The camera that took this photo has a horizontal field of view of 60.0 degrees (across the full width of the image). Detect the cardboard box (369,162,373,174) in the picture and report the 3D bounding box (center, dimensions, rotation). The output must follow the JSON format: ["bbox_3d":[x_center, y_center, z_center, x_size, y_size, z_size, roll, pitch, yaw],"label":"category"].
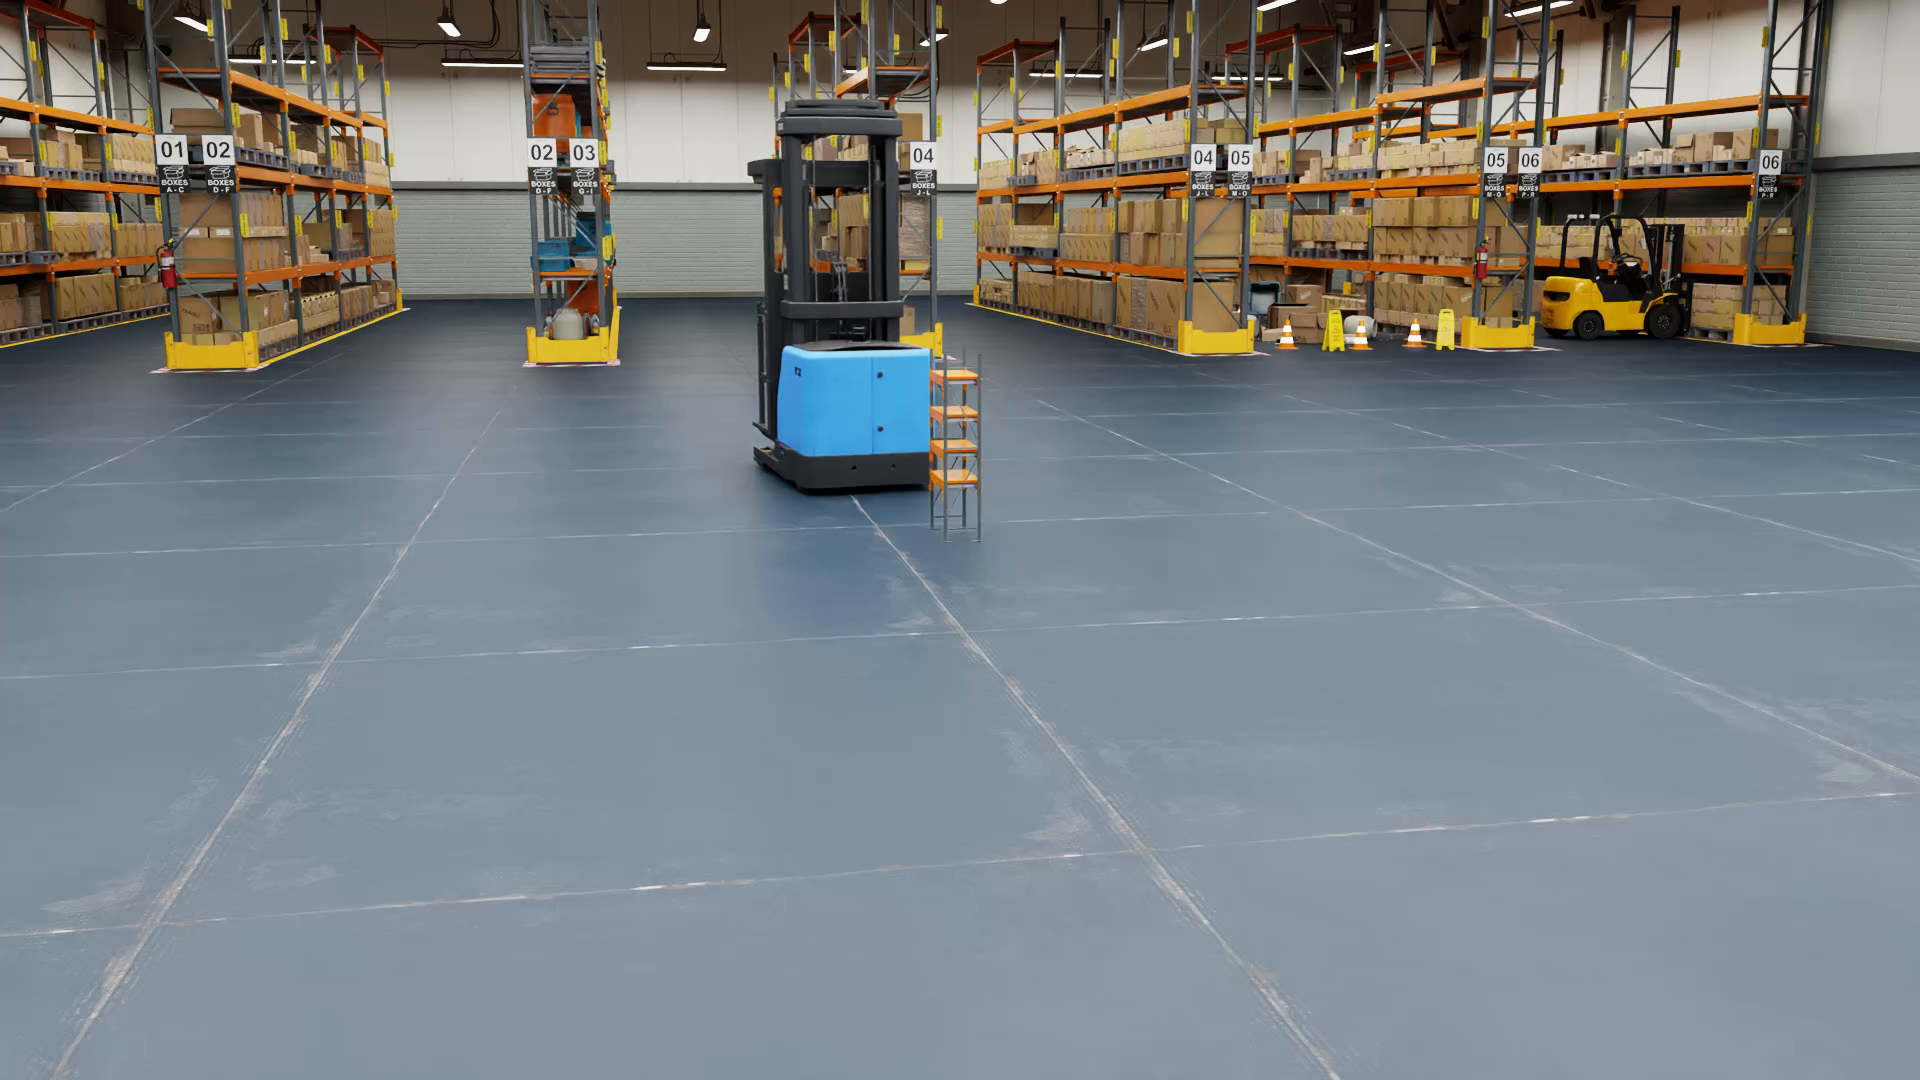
[{"bbox_3d":[-12.853,-7.958,35.527,0.500,0.250,0.500,-2,11,-11],"label":"cardboard box"}]

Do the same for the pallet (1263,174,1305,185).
[{"bbox_3d":[7.136,-7.606,35.119,1.213,0.211,1.003,-2,11,-8],"label":"pallet"}]

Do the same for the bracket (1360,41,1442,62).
[{"bbox_3d":[11.222,-12.436,42.338,0.076,0.066,4.783,-2,11,-11],"label":"bracket"}]

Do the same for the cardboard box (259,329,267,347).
[{"bbox_3d":[-10.556,-2.975,24.538,0.500,0.250,0.500,-2,11,-11],"label":"cardboard box"}]

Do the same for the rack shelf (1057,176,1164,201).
[{"bbox_3d":[2.867,-6.664,31.588,1.077,0.370,4.000,-2,11,-11],"label":"rack shelf"}]

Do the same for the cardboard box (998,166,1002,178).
[{"bbox_3d":[1.165,-8.556,38.670,0.500,0.250,0.500,-2,11,-9],"label":"cardboard box"}]

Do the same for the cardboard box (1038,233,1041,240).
[{"bbox_3d":[1.827,-6.311,34.583,0.380,0.149,0.250,-2,11,-10],"label":"cardboard box"}]

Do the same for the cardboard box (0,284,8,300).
[{"bbox_3d":[-16.638,-4.234,28.421,0.500,0.250,0.500,-2,11,-11],"label":"cardboard box"}]

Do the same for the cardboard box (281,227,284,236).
[{"bbox_3d":[-11.038,-4.936,26.604,0.380,0.149,0.250,-2,11,-12],"label":"cardboard box"}]

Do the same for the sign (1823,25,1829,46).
[{"bbox_3d":[14.283,-8.326,27.451,0.100,0.325,0.005,-2,11,-11],"label":"sign"}]

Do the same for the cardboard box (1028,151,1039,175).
[{"bbox_3d":[1.871,-8.087,35.739,0.797,0.503,0.637,-2,11,-12],"label":"cardboard box"}]

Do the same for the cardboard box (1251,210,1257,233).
[{"bbox_3d":[6.667,-7.013,36.578,0.500,0.500,0.500,-2,11,-12],"label":"cardboard box"}]

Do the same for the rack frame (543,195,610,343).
[{"bbox_3d":[-6.488,-4.835,28.077,1.000,3.000,0.127,-2,11,-11],"label":"rack frame"}]

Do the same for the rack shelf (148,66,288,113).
[{"bbox_3d":[-10.958,-6.686,24.751,1.077,0.370,4.000,-2,11,-11],"label":"rack shelf"}]

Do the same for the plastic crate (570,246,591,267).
[{"bbox_3d":[-6.511,-4.704,27.554,0.767,0.338,0.504,-2,11,-11],"label":"plastic crate"}]

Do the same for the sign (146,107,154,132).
[{"bbox_3d":[-11.104,-5.774,22.834,0.100,0.325,0.005,-2,11,-11],"label":"sign"}]

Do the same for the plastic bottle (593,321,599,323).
[{"bbox_3d":[-5.882,-3.439,26.865,0.097,0.271,0.097,0,11,0],"label":"plastic bottle"}]

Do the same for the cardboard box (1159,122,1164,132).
[{"bbox_3d":[3.439,-6.676,26.877,0.380,0.149,0.250,-2,11,-11],"label":"cardboard box"}]

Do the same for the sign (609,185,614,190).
[{"bbox_3d":[-8.285,-8.481,39.490,0.100,0.325,0.005,-2,11,-11],"label":"sign"}]

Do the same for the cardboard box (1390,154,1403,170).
[{"bbox_3d":[8.018,-6.737,29.651,0.500,0.250,0.500,-2,11,-11],"label":"cardboard box"}]

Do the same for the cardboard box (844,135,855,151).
[{"bbox_3d":[-1.624,-6.836,29.166,0.797,0.503,0.637,-3,11,-14],"label":"cardboard box"}]

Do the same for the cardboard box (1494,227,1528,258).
[{"bbox_3d":[9.049,-4.934,27.535,0.500,0.500,0.500,-2,11,-12],"label":"cardboard box"}]

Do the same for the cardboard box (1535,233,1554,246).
[{"bbox_3d":[12.209,-6.183,34.226,0.500,0.250,0.500,-2,11,-12],"label":"cardboard box"}]

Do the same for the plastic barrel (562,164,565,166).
[{"bbox_3d":[-6.800,-6.640,28.198,0.600,0.901,0.708,-2,11,-11],"label":"plastic barrel"}]

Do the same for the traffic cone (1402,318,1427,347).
[{"bbox_3d":[7.520,-3.428,27.467,0.336,0.463,0.334,-2,11,-11],"label":"traffic cone"}]

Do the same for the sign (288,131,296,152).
[{"bbox_3d":[-10.803,-6.442,26.905,0.100,0.325,0.005,-2,11,-11],"label":"sign"}]

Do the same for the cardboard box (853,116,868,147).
[{"bbox_3d":[-1.401,-6.471,26.250,0.500,0.500,0.500,-2,11,-11],"label":"cardboard box"}]

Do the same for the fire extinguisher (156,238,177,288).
[{"bbox_3d":[-11.002,-3.845,23.084,0.296,0.674,0.183,-2,11,-11],"label":"fire extinguisher"}]

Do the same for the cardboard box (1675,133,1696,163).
[{"bbox_3d":[13.235,-6.975,29.633,0.797,0.503,0.637,-2,11,-9],"label":"cardboard box"}]

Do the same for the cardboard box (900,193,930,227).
[{"bbox_3d":[-0.691,-5.079,25.620,0.500,0.500,0.500,-2,11,-11],"label":"cardboard box"}]

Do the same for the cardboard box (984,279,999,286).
[{"bbox_3d":[0.785,-6.270,40.529,0.380,0.149,0.250,-2,11,-11],"label":"cardboard box"}]

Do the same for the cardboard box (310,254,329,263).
[{"bbox_3d":[-11.679,-5.111,30.198,0.380,0.149,0.250,-2,11,-11],"label":"cardboard box"}]

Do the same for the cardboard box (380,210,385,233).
[{"bbox_3d":[-13.021,-7.043,36.738,0.500,0.500,0.500,-2,11,-9],"label":"cardboard box"}]

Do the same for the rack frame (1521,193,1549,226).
[{"bbox_3d":[12.178,-6.290,35.722,0.949,2.616,0.053,-2,11,-11],"label":"rack frame"}]

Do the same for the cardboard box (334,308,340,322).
[{"bbox_3d":[-11.784,-4.157,30.746,0.500,0.250,0.500,-2,11,-10],"label":"cardboard box"}]

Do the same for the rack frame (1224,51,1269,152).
[{"bbox_3d":[6.535,-9.790,38.065,1.000,3.000,0.127,-2,11,-11],"label":"rack frame"}]

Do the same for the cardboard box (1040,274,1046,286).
[{"bbox_3d":[1.978,-5.465,34.946,0.500,0.250,0.500,-2,11,-10],"label":"cardboard box"}]

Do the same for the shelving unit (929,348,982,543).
[{"bbox_3d":[-0.032,-0.620,10.744,0.258,1.200,0.503,-2,11,-11],"label":"shelving unit"}]

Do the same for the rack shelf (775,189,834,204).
[{"bbox_3d":[-3.574,-7.969,38.446,1.077,0.370,4.000,-2,11,-11],"label":"rack shelf"}]

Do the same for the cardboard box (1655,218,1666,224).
[{"bbox_3d":[12.955,-5.813,30.416,0.380,0.149,0.250,-2,11,-12],"label":"cardboard box"}]

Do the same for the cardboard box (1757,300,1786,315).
[{"bbox_3d":[13.850,-4.018,28.678,0.500,0.250,0.500,-2,11,-10],"label":"cardboard box"}]

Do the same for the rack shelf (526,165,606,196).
[{"bbox_3d":[-6.099,-5.588,25.937,1.077,0.370,4.000,-2,11,-11],"label":"rack shelf"}]

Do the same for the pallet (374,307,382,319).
[{"bbox_3d":[-13.036,-4.879,35.766,1.003,0.211,1.213,-2,11,-11],"label":"pallet"}]

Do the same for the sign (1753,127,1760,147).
[{"bbox_3d":[13.203,-6.676,27.568,0.100,0.325,0.005,-2,11,-11],"label":"sign"}]

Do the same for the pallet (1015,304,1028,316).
[{"bbox_3d":[1.852,-5.132,37.093,1.003,0.211,1.213,-2,11,-11],"label":"pallet"}]

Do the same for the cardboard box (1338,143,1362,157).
[{"bbox_3d":[7.634,-7.515,32.077,0.500,0.250,0.500,-2,11,-10],"label":"cardboard box"}]

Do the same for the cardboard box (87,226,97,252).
[{"bbox_3d":[-17.226,-5.886,32.482,0.500,0.500,0.500,-2,11,-11],"label":"cardboard box"}]

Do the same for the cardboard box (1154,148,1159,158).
[{"bbox_3d":[3.390,-6.331,27.194,0.380,0.149,0.250,-2,11,-11],"label":"cardboard box"}]

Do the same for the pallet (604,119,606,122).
[{"bbox_3d":[-7.853,-8.809,34.488,1.003,0.211,1.213,-2,11,-11],"label":"pallet"}]

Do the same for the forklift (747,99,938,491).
[{"bbox_3d":[-1.100,-2.044,13.597,1.130,2.935,3.031,-3,11,-17],"label":"forklift"}]

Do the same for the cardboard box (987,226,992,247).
[{"bbox_3d":[0.950,-7.293,39.929,0.500,0.500,0.500,-2,11,-10],"label":"cardboard box"}]

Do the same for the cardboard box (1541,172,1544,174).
[{"bbox_3d":[12.345,-7.962,35.817,0.380,0.149,0.250,-2,11,-10],"label":"cardboard box"}]

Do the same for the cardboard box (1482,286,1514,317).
[{"bbox_3d":[8.979,-4.028,28.063,0.500,0.500,0.500,-3,11,-13],"label":"cardboard box"}]

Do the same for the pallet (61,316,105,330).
[{"bbox_3d":[-17.297,-4.209,32.246,1.003,0.211,1.213,-2,11,-11],"label":"pallet"}]

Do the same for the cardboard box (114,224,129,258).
[{"bbox_3d":[-17.851,-6.189,34.391,0.980,0.700,0.700,-2,11,-10],"label":"cardboard box"}]

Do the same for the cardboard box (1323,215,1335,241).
[{"bbox_3d":[7.482,-6.135,32.722,0.500,0.500,0.500,-3,11,-13],"label":"cardboard box"}]

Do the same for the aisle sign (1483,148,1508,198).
[{"bbox_3d":[8.597,-5.897,26.704,0.394,0.787,0.004,-2,11,-11],"label":"aisle sign"}]

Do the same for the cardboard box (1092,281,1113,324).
[{"bbox_3d":[3.047,-4.389,30.626,1.050,0.750,0.750,-2,11,-11],"label":"cardboard box"}]
